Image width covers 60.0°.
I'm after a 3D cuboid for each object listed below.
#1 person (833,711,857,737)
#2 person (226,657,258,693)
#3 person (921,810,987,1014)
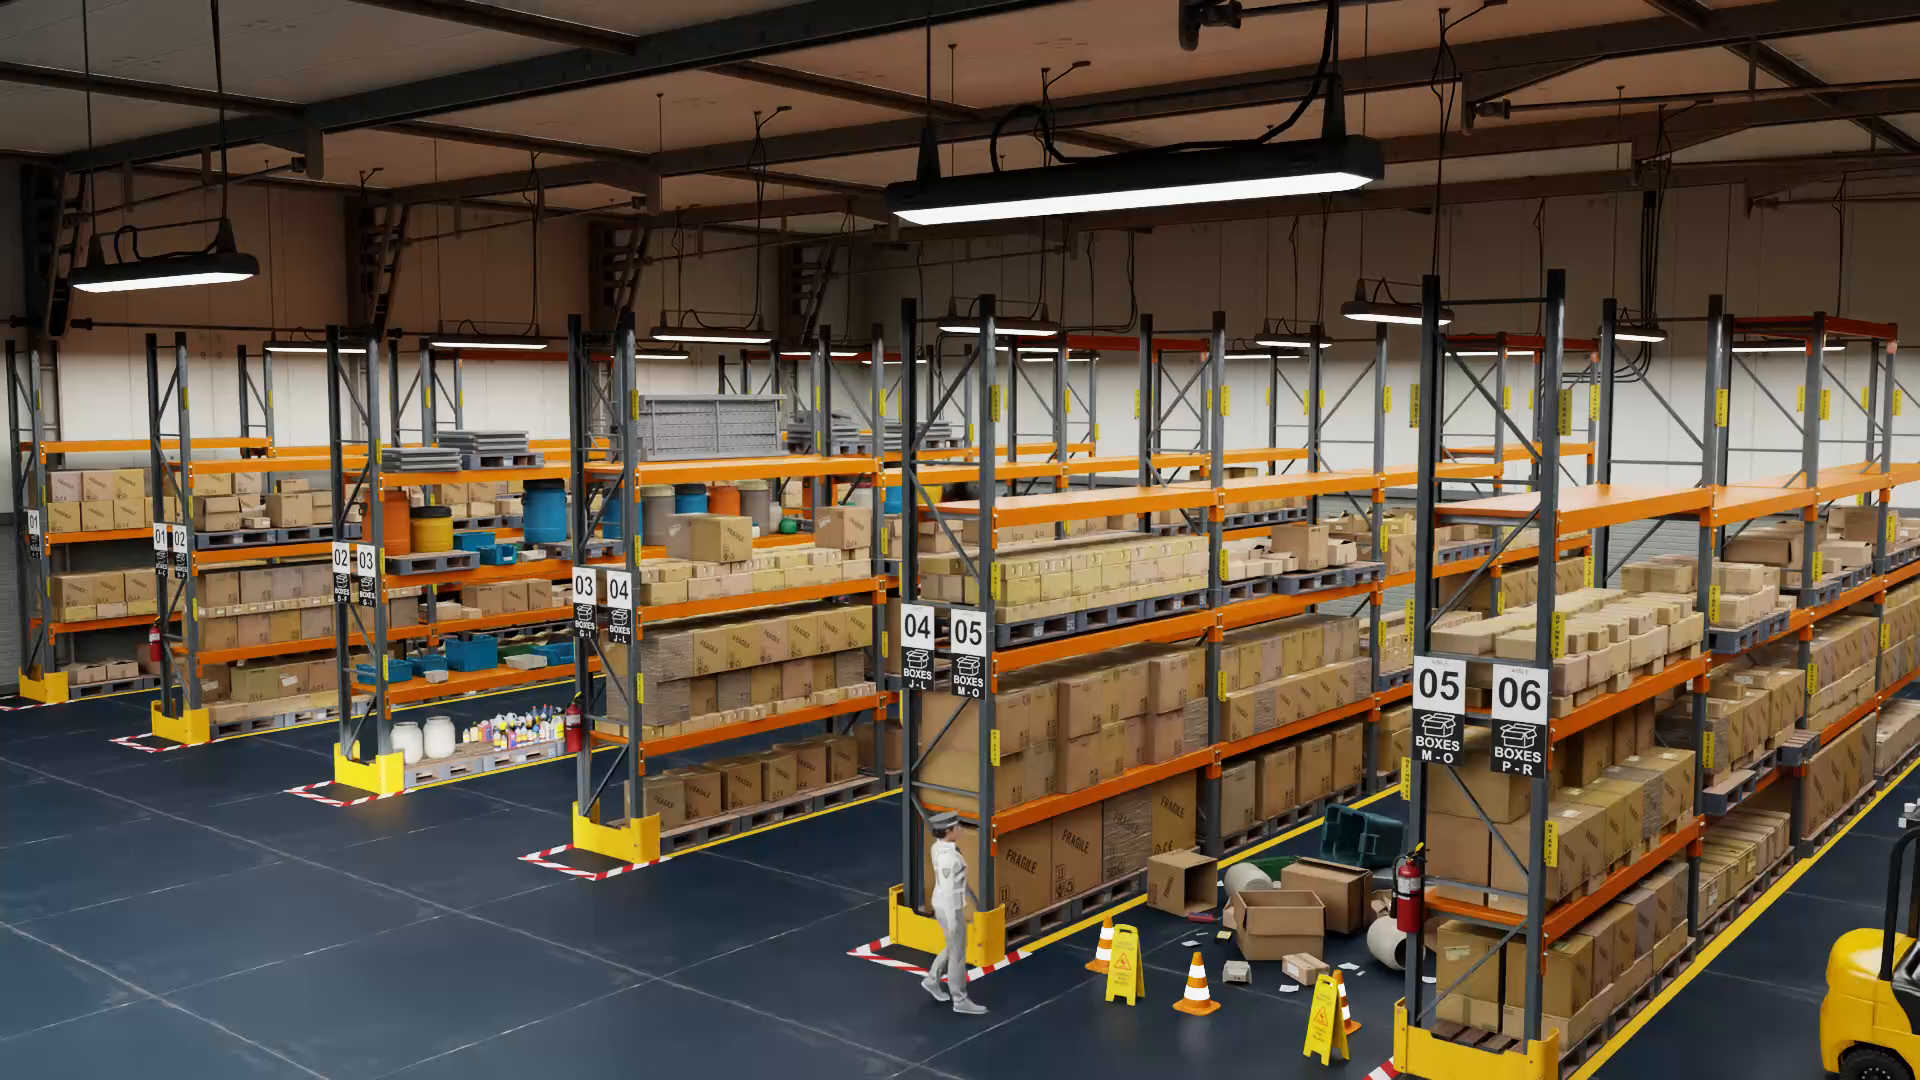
[{"bbox_3d":[-1.622,2.025,24.093,0.572,1.830,0.410,-2,5,-18],"label":"person"},{"bbox_3d":[-12.000,1.810,27.706,0.711,1.813,0.519,-4,7,-39],"label":"person"},{"bbox_3d":[-0.050,3.097,13.887,0.539,1.687,0.520,0,5,-4],"label":"person"}]
